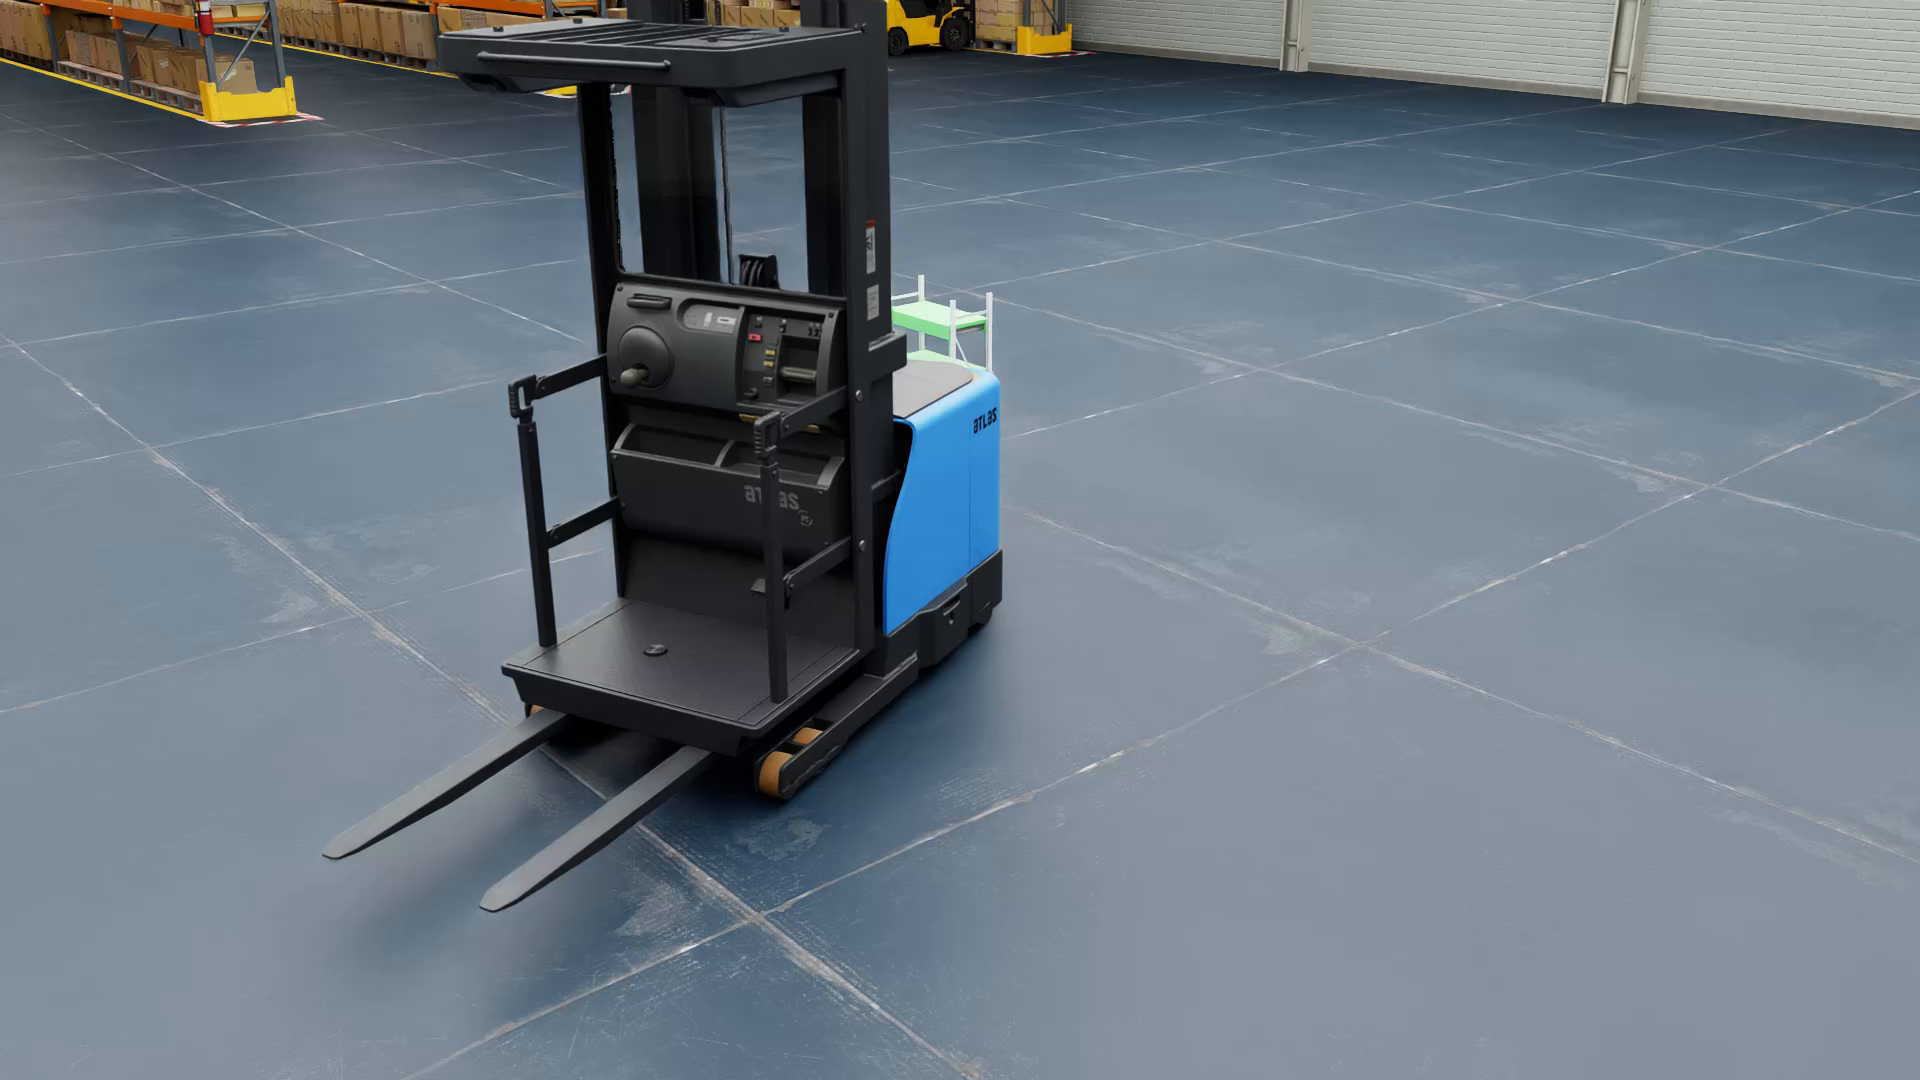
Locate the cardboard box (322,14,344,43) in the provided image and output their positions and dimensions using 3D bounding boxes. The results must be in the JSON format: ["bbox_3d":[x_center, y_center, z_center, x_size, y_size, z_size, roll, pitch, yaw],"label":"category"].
[{"bbox_3d":[-11.693,-9.693,31.471,0.500,0.500,0.500,-18,27,-38],"label":"cardboard box"}]

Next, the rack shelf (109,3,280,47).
[{"bbox_3d":[-10.972,-7.397,23.742,1.077,0.370,4.000,-17,27,-37],"label":"rack shelf"}]

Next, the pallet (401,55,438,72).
[{"bbox_3d":[-9.015,-8.334,28.972,1.003,0.211,1.213,-17,27,-37],"label":"pallet"}]

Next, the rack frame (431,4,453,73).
[{"bbox_3d":[-8.454,-9.437,27.965,1.000,3.000,0.127,-17,27,-37],"label":"rack frame"}]

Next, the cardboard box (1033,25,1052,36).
[{"bbox_3d":[1.427,-9.818,32.133,0.500,0.250,0.500,-17,27,-37],"label":"cardboard box"}]

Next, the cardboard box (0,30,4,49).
[{"bbox_3d":[-17.067,-9.529,30.536,1.225,0.875,0.875,-17,27,-37],"label":"cardboard box"}]

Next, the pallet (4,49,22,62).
[{"bbox_3d":[-16.939,-9.001,30.675,1.003,0.211,1.213,-17,27,-37],"label":"pallet"}]

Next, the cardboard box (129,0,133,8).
[{"bbox_3d":[-11.857,-7.835,24.219,0.380,0.149,0.250,-17,27,-37],"label":"cardboard box"}]

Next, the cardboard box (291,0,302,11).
[{"bbox_3d":[-12.715,-10.472,32.432,0.500,0.250,0.500,-16,27,-35],"label":"cardboard box"}]

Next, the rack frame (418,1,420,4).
[{"bbox_3d":[-12.603,-13.959,39.510,1.000,3.000,0.127,-17,27,-37],"label":"rack frame"}]

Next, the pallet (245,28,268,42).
[{"bbox_3d":[-14.141,-10.526,34.569,1.003,0.211,1.213,-17,27,-37],"label":"pallet"}]

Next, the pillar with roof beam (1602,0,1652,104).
[{"bbox_3d":[6.399,-9.581,20.106,9.100,9.000,0.400,-17,27,-37],"label":"pillar with roof beam"}]

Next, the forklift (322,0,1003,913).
[{"bbox_3d":[-0.933,-0.656,5.640,1.130,2.935,3.031,10,24,25],"label":"forklift"}]

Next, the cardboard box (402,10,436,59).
[{"bbox_3d":[-8.927,-8.735,28.682,1.050,0.750,0.750,-18,27,-38],"label":"cardboard box"}]

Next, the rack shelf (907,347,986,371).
[{"bbox_3d":[-0.108,-0.768,7.818,0.258,0.148,0.480,-17,27,-37],"label":"rack shelf"}]

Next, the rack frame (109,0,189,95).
[{"bbox_3d":[-12.278,-8.284,25.022,1.000,3.000,0.127,-17,27,-37],"label":"rack frame"}]

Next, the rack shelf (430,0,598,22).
[{"bbox_3d":[-7.148,-8.549,26.685,1.077,0.370,4.000,-17,27,-37],"label":"rack shelf"}]

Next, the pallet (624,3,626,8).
[{"bbox_3d":[-8.274,-13.602,42.422,1.003,0.211,1.213,-17,27,-37],"label":"pallet"}]

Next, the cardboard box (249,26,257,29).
[{"bbox_3d":[-14.518,-10.692,34.502,0.380,0.149,0.250,-19,28,-39],"label":"cardboard box"}]

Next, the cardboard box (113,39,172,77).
[{"bbox_3d":[-12.662,-7.500,25.843,0.500,0.500,0.700,20,29,41],"label":"cardboard box"}]

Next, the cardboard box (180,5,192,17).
[{"bbox_3d":[-10.374,-7.218,22.643,0.380,0.149,0.250,-17,27,-37],"label":"cardboard box"}]

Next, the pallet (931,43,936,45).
[{"bbox_3d":[-0.525,-10.298,33.986,1.003,0.211,1.213,-17,27,-37],"label":"pallet"}]

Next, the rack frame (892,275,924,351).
[{"bbox_3d":[-0.267,-0.672,8.054,0.240,1.200,0.015,-17,27,-37],"label":"rack frame"}]

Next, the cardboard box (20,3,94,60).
[{"bbox_3d":[-15.323,-8.791,28.654,1.225,0.875,0.875,-19,28,-40],"label":"cardboard box"}]

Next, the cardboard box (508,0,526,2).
[{"bbox_3d":[-6.495,-8.640,25.725,0.875,0.550,0.550,-17,27,-37],"label":"cardboard box"}]

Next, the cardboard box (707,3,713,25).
[{"bbox_3d":[-4.589,-9.680,30.753,0.500,0.500,0.500,-16,26,-35],"label":"cardboard box"}]

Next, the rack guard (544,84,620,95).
[{"bbox_3d":[-5.827,-7.161,25.582,1.175,0.500,0.348,-17,27,-37],"label":"rack guard"}]

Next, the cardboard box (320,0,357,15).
[{"bbox_3d":[-11.710,-10.049,31.352,0.500,0.250,0.500,-18,28,-39],"label":"cardboard box"}]

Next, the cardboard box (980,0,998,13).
[{"bbox_3d":[0.724,-10.294,31.977,0.500,0.250,0.500,-17,27,-36],"label":"cardboard box"}]

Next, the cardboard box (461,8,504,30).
[{"bbox_3d":[-7.505,-8.205,27.156,0.875,0.875,0.875,-17,27,-37],"label":"cardboard box"}]

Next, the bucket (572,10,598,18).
[{"bbox_3d":[-6.619,-9.132,29.590,0.726,0.611,0.620,-8,13,-19],"label":"bucket"}]

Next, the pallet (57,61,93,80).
[{"bbox_3d":[-14.380,-7.875,27.800,1.003,0.211,1.213,-17,27,-37],"label":"pallet"}]

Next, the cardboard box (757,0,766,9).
[{"bbox_3d":[-3.332,-9.419,29.197,0.380,0.149,0.250,-17,27,-37],"label":"cardboard box"}]

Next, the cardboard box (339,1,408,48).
[{"bbox_3d":[-10.736,-9.500,30.636,1.050,0.750,0.750,-18,28,-38],"label":"cardboard box"}]

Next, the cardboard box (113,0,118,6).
[{"bbox_3d":[-12.365,-8.036,24.733,0.380,0.149,0.250,-17,27,-37],"label":"cardboard box"}]

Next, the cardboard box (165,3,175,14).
[{"bbox_3d":[-10.837,-7.433,23.193,0.380,0.149,0.250,-17,27,-37],"label":"cardboard box"}]

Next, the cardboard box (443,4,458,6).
[{"bbox_3d":[-11.493,-12.552,38.855,0.875,0.438,0.875,-17,27,-36],"label":"cardboard box"}]

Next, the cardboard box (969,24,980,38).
[{"bbox_3d":[0.416,-9.971,32.522,0.500,0.250,0.500,-17,27,-37],"label":"cardboard box"}]

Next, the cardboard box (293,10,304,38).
[{"bbox_3d":[-12.696,-10.124,32.571,0.500,0.500,0.500,-17,27,-37],"label":"cardboard box"}]

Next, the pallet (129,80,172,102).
[{"bbox_3d":[-11.812,-6.809,25.078,1.003,0.211,1.213,-17,27,-37],"label":"pallet"}]

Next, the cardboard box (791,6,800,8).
[{"bbox_3d":[-2.837,-9.241,29.631,0.500,0.500,0.500,-19,28,-39],"label":"cardboard box"}]

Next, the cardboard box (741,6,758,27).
[{"bbox_3d":[-3.547,-9.246,29.644,0.500,0.500,0.500,-18,28,-39],"label":"cardboard box"}]

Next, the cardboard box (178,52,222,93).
[{"bbox_3d":[-10.872,-6.722,23.884,0.500,0.500,0.500,-14,26,-33],"label":"cardboard box"}]

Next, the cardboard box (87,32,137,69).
[{"bbox_3d":[-13.689,-7.945,26.979,0.700,0.500,0.500,-15,26,-33],"label":"cardboard box"}]

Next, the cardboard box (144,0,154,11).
[{"bbox_3d":[-11.376,-7.625,23.683,0.380,0.149,0.250,-17,27,-37],"label":"cardboard box"}]

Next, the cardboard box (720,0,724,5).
[{"bbox_3d":[-4.216,-9.792,30.148,0.380,0.149,0.250,-16,27,-35],"label":"cardboard box"}]

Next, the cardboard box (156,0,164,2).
[{"bbox_3d":[-10.716,-7.781,23.191,0.875,0.500,0.500,-17,27,-37],"label":"cardboard box"}]

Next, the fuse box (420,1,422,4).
[{"bbox_3d":[-14.615,-15.371,44.882,0.539,1.711,0.414,-17,27,-37],"label":"fuse box"}]

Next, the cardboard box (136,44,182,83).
[{"bbox_3d":[-12.047,-7.196,25.094,0.500,0.500,0.500,-18,28,-39],"label":"cardboard box"}]

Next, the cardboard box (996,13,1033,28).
[{"bbox_3d":[1.044,-9.929,31.730,0.500,0.250,0.500,-18,28,-38],"label":"cardboard box"}]

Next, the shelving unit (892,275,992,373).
[{"bbox_3d":[-0.108,-0.604,7.882,0.258,1.200,0.503,-17,27,-37],"label":"shelving unit"}]

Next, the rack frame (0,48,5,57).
[{"bbox_3d":[-17.500,-10.494,30.665,1.000,3.000,0.127,-17,27,-37],"label":"rack frame"}]

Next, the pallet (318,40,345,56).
[{"bbox_3d":[-11.574,-9.460,31.847,1.003,0.211,1.213,-17,27,-37],"label":"pallet"}]
